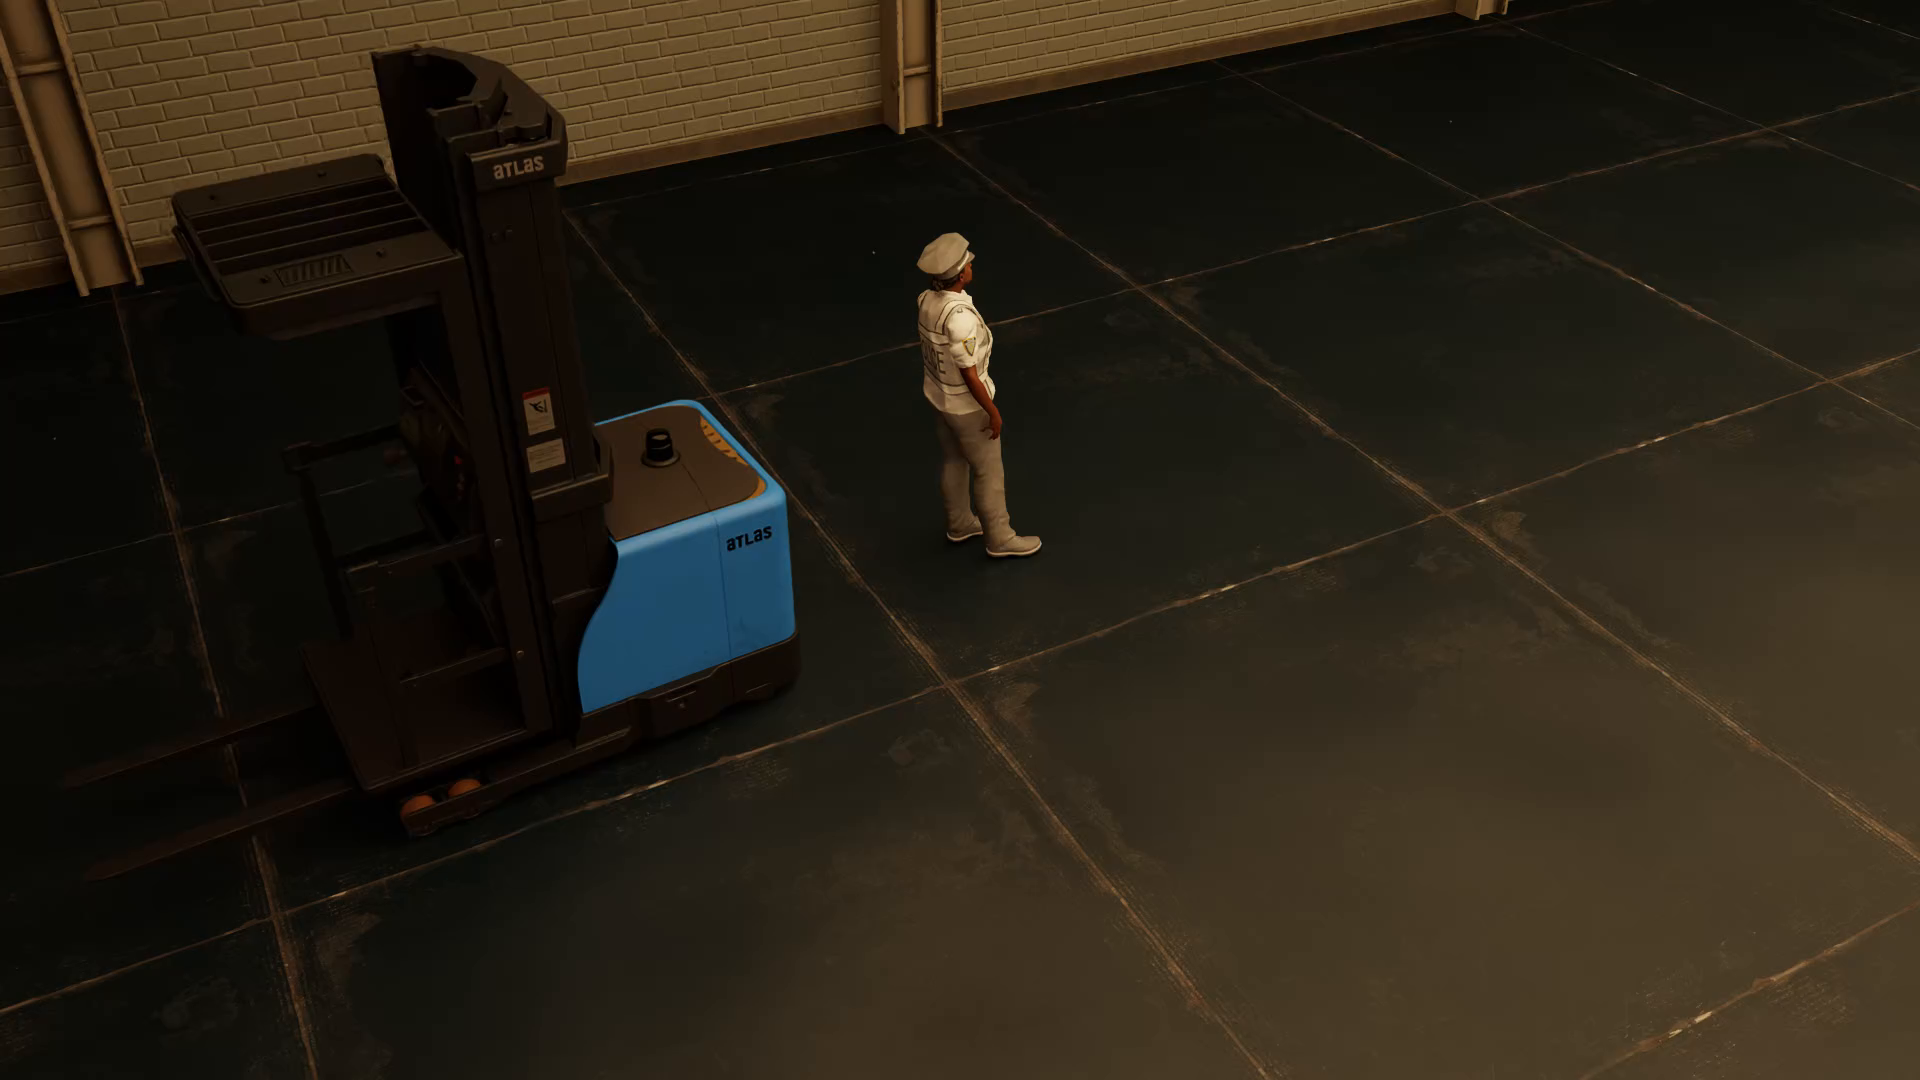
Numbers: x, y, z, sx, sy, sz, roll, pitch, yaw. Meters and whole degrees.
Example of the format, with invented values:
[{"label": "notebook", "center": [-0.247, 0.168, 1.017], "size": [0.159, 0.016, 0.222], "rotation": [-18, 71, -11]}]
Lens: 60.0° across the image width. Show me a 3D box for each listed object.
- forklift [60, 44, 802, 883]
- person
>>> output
[{"label": "forklift", "center": [-2.257, -0.316, 6.570], "size": [3.031, 2.935, 1.130], "rotation": [-20, 40, -25]}, {"label": "person", "center": [0.075, -0.709, 8.184], "size": [0.528, 1.697, 0.570], "rotation": [-17, 39, -23]}]
